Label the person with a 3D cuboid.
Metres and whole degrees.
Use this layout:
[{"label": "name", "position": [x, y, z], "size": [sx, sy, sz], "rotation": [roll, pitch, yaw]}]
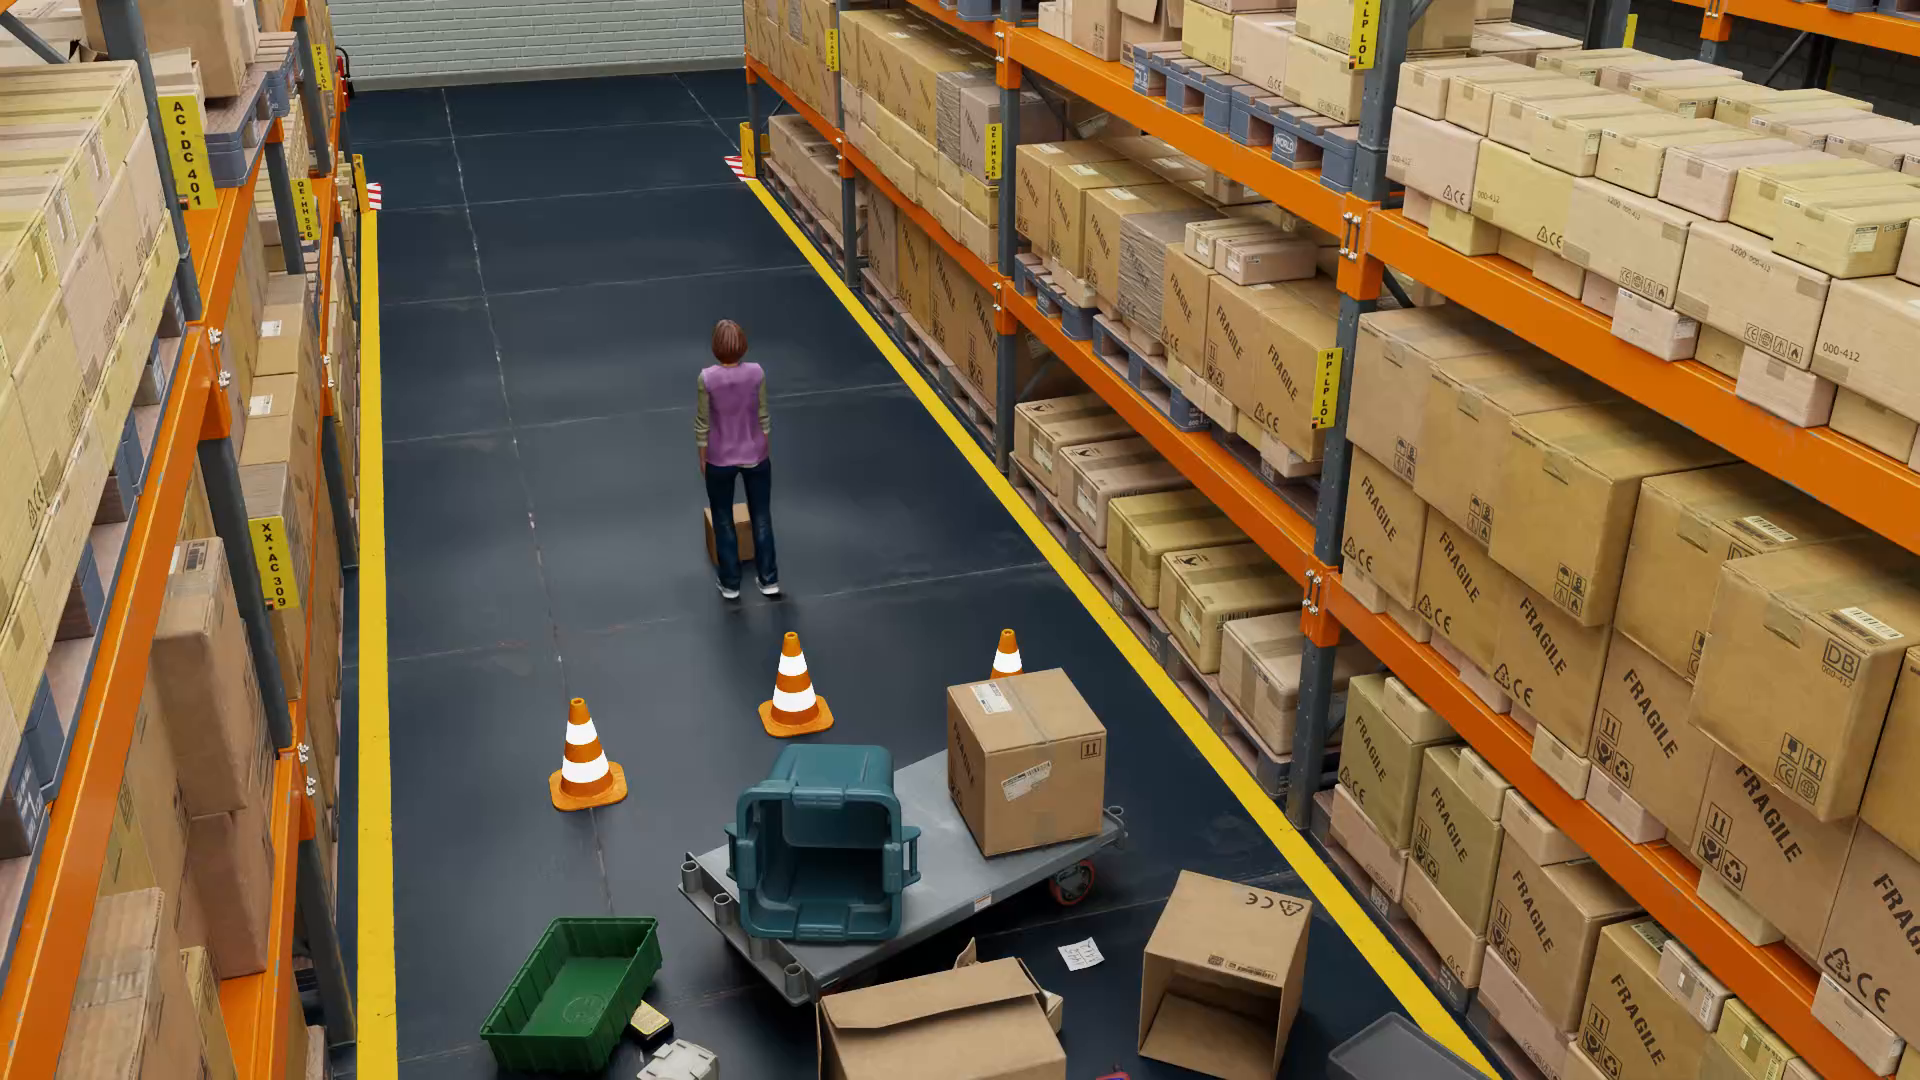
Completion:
[{"label": "person", "position": [-1.218, -0.421, 8.991], "size": [0.406, 1.621, 0.320], "rotation": [-8, 28, -15]}]
